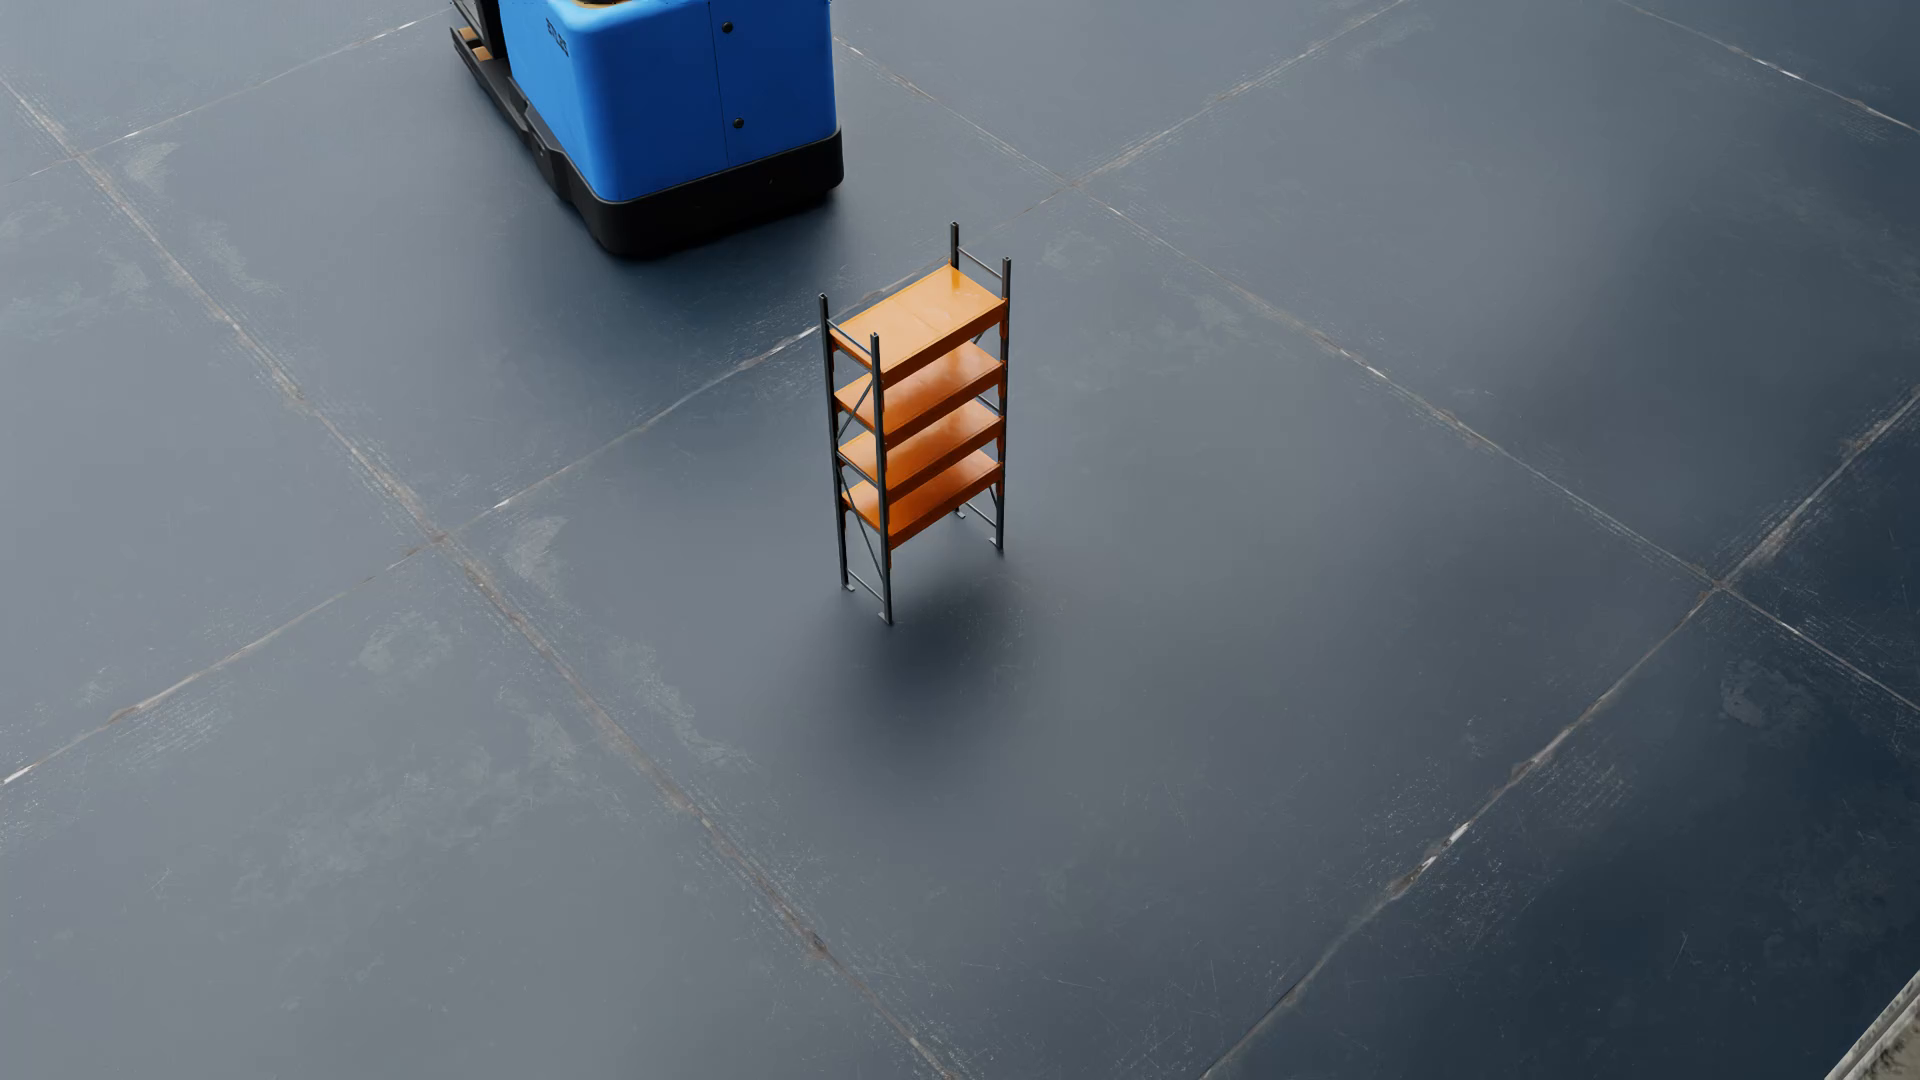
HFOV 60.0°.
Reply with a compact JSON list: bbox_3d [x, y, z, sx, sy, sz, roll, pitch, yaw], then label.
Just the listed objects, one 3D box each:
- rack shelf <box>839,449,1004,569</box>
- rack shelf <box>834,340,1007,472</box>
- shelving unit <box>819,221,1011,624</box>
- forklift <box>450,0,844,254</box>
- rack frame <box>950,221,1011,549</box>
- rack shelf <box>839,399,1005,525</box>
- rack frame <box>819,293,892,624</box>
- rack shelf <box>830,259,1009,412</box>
[{"bbox_3d":[-0.122,-0.145,5.258,0.480,0.148,0.258,-34,56,-27],"label":"rack shelf"},{"bbox_3d":[-0.122,-0.431,4.947,0.480,0.148,0.258,-34,56,-27],"label":"rack shelf"},{"bbox_3d":[-0.122,-0.325,5.062,0.503,1.200,0.258,-34,56,-27],"label":"shelving unit"},{"bbox_3d":[-1.647,-3.192,6.529,1.130,2.935,3.031,-23,51,-20],"label":"forklift"},{"bbox_3d":[0.058,-0.446,5.174,0.015,1.200,0.240,-34,56,-27],"label":"rack frame"},{"bbox_3d":[-0.122,-0.279,5.112,0.480,0.148,0.258,-34,56,-27],"label":"rack shelf"},{"bbox_3d":[-0.303,-0.204,4.951,0.015,1.200,0.240,-34,56,-27],"label":"rack frame"},{"bbox_3d":[-0.122,-0.591,4.774,0.480,0.148,0.258,-34,56,-27],"label":"rack shelf"}]
